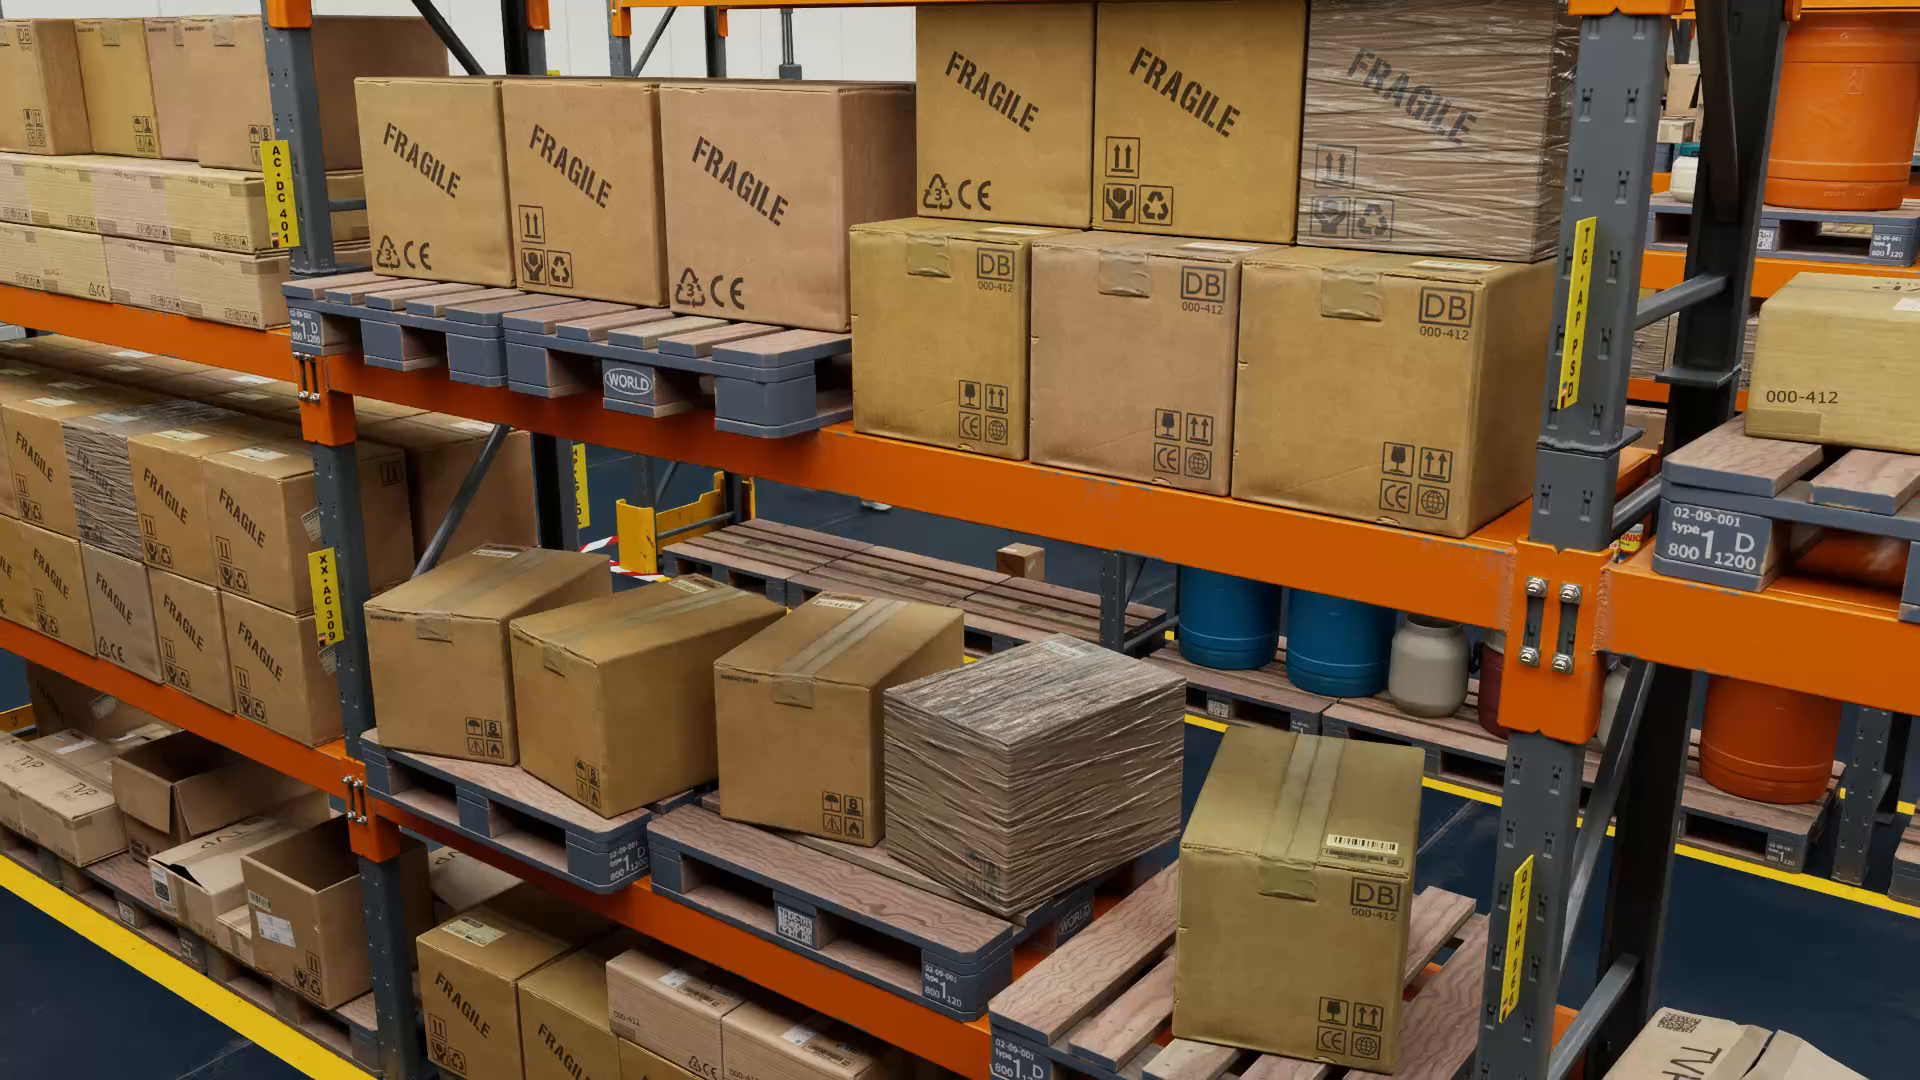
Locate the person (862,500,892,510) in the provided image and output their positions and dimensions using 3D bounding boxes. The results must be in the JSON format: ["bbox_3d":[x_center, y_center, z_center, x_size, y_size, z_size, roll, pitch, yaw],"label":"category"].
[{"bbox_3d":[-0.702,-1.051,13.512,0.460,1.644,0.616,16,23,43],"label":"person"}]
